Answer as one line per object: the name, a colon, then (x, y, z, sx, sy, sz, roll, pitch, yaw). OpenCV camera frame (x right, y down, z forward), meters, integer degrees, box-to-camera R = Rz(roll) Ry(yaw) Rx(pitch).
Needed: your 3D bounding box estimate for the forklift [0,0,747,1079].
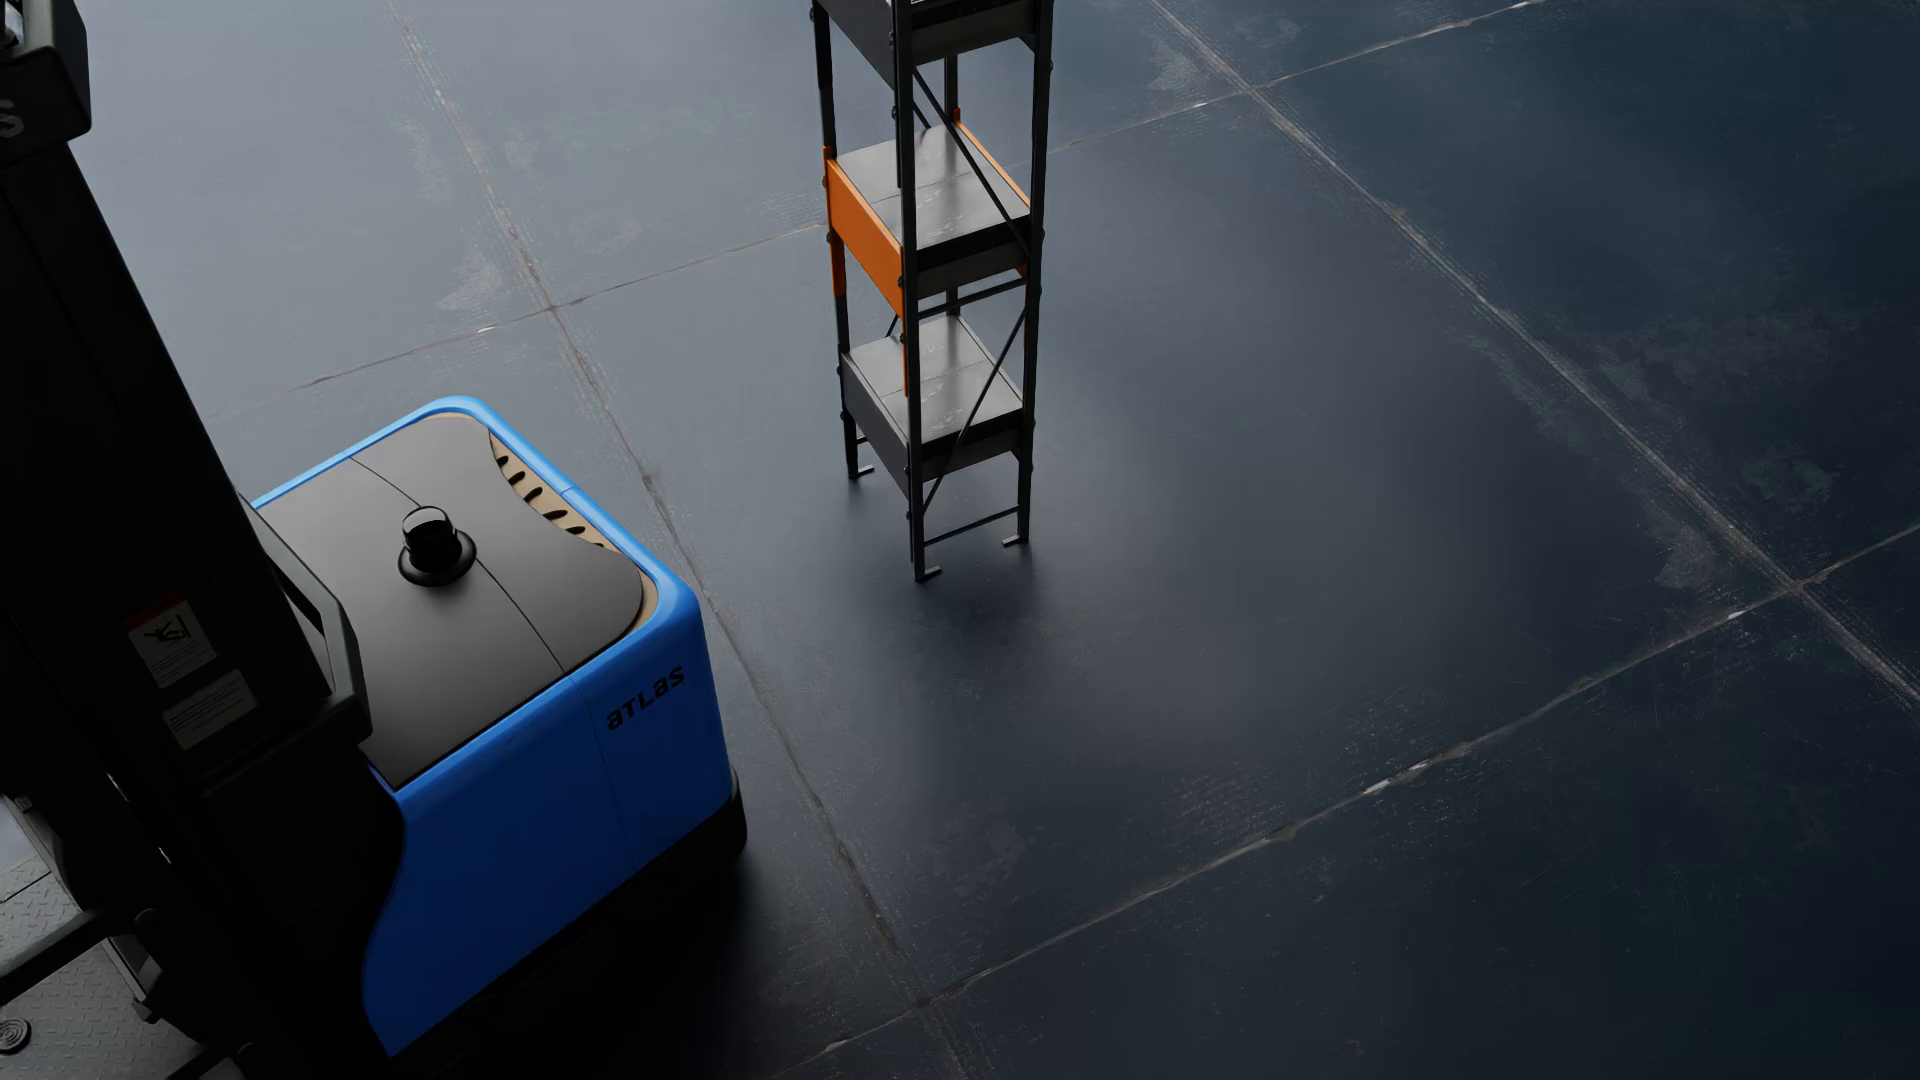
forklift: (-1.982, 0.384, 2.967, 3.031, 2.935, 1.130, -36, 58, -27)

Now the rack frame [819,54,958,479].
rack frame: (-0.187, -0.965, 4.699, 0.400, 2.100, 0.015, -21, 52, -18)

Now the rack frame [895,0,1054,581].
rack frame: (0.036, -0.639, 4.414, 0.400, 2.100, 0.015, -21, 52, -18)

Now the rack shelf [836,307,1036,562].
rack shelf: (-0.076, -0.332, 5.094, 0.431, 0.518, 0.480, -21, 52, -18)

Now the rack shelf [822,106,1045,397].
rack shelf: (-0.076, -0.793, 4.567, 0.431, 0.518, 0.480, -21, 52, -18)

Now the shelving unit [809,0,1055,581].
shelving unit: (-0.076, -0.802, 4.557, 0.431, 2.100, 0.503, -21, 52, -18)

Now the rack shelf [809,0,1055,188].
rack shelf: (-0.076, -1.254, 4.040, 0.431, 0.518, 0.480, -21, 52, -18)
